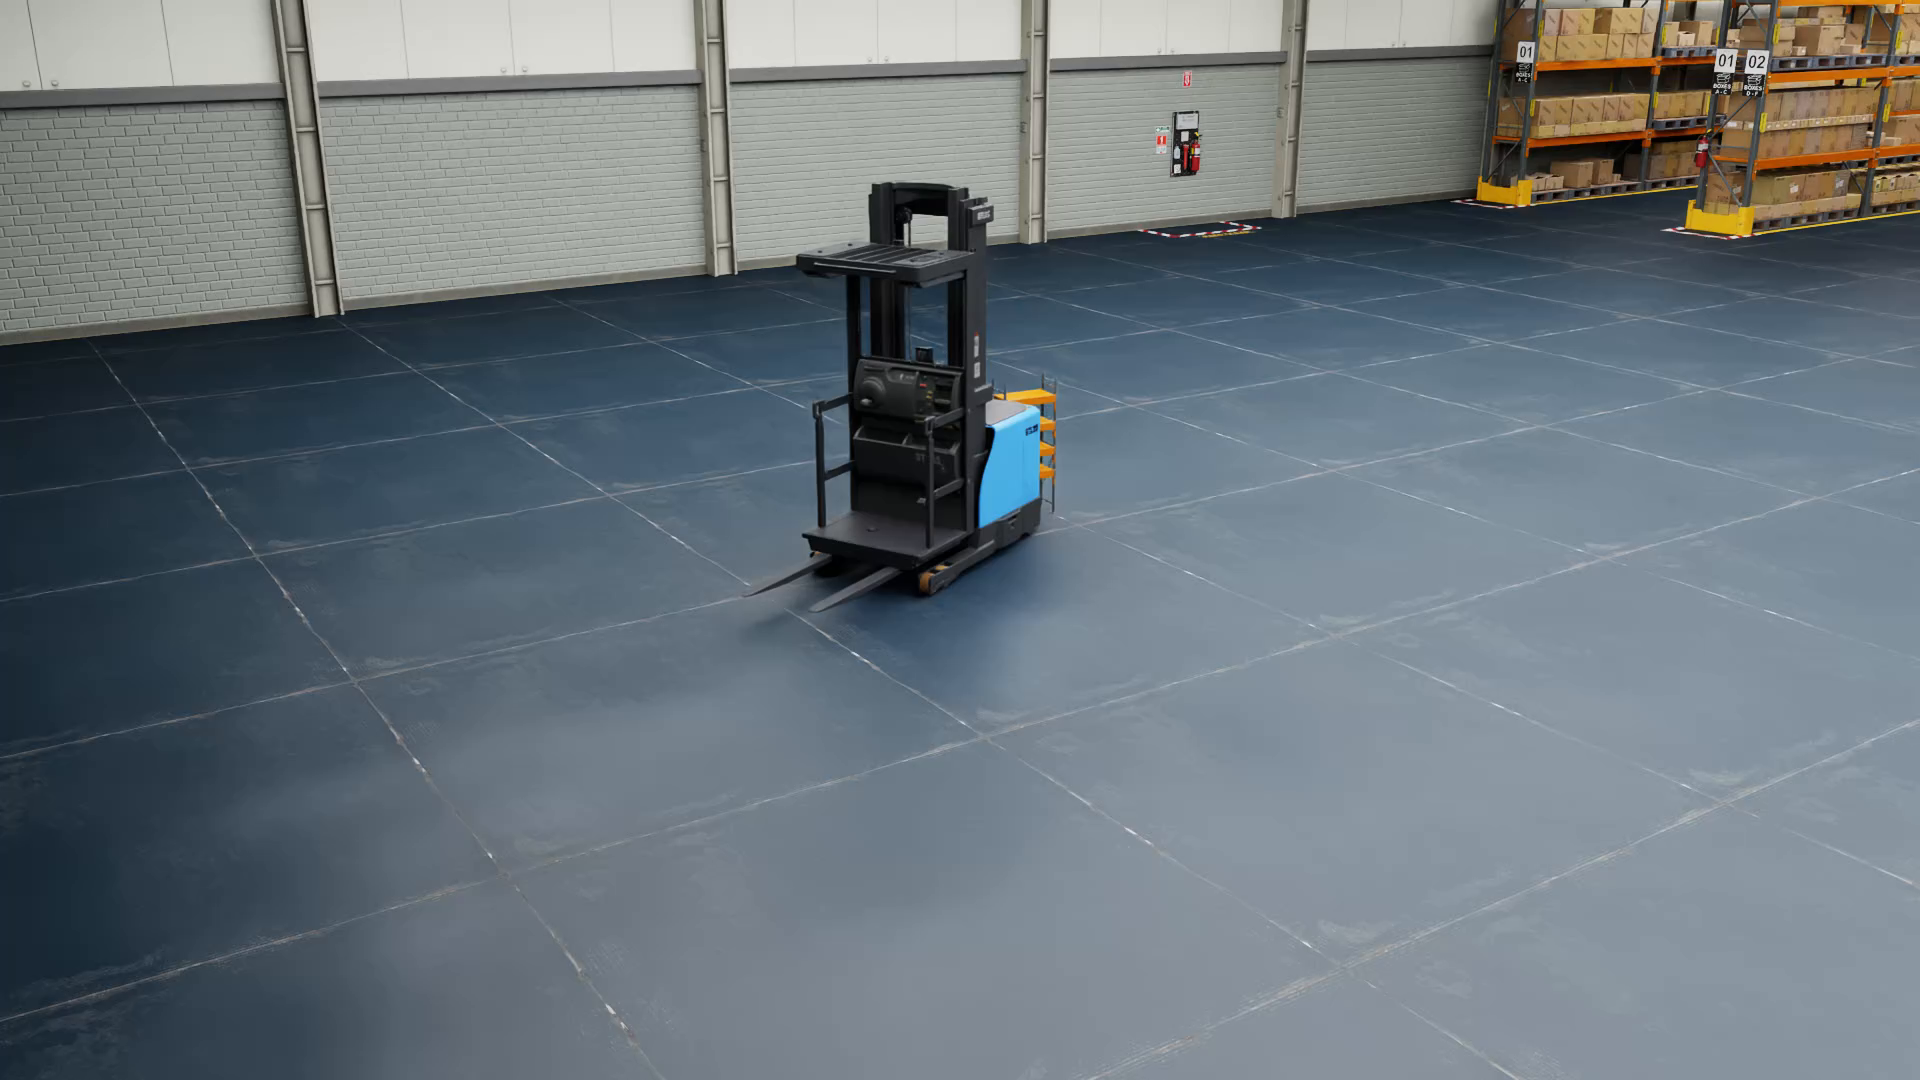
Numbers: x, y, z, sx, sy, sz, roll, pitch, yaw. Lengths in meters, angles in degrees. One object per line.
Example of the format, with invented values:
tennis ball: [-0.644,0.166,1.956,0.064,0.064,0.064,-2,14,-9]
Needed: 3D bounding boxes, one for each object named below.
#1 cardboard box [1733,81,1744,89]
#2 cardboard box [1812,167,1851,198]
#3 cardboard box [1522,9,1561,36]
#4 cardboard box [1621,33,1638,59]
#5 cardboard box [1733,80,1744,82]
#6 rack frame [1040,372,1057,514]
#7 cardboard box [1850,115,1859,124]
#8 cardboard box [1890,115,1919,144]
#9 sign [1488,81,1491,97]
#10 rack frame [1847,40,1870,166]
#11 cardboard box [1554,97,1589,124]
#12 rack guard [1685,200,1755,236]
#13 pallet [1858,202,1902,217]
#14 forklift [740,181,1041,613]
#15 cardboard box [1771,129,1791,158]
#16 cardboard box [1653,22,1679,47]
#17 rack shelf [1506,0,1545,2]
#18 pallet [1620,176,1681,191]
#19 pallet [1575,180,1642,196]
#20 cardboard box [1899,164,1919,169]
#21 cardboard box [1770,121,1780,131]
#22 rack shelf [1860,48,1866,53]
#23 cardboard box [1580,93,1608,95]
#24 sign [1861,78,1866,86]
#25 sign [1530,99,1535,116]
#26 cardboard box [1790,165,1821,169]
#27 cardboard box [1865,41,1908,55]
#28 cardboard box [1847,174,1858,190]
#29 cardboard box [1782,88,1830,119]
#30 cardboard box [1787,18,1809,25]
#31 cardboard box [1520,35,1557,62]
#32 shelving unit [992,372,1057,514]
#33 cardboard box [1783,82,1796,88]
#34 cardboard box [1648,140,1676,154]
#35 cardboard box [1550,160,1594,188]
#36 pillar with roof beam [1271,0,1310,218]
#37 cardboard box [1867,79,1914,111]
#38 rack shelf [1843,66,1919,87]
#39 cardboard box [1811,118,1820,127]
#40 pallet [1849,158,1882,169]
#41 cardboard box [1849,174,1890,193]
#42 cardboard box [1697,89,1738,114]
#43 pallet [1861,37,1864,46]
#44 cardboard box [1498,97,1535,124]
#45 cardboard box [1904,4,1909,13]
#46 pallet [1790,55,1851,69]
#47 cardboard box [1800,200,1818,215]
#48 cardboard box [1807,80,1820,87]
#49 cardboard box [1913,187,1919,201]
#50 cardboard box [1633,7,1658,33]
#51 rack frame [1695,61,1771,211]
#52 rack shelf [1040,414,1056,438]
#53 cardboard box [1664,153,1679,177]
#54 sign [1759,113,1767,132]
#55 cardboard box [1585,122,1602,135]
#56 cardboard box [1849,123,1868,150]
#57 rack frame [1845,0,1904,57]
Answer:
cardboard box: [17.601,-10.318,37.724,0.250,0.149,0.380,-16,24,-38]
cardboard box: [16.568,-6.821,31.704,0.500,0.500,0.500,-12,22,-31]
cardboard box: [11.646,-10.369,33.299,0.500,0.500,0.500,-14,23,-35]
cardboard box: [13.816,-10.356,34.823,0.500,0.500,0.500,-14,23,-36]
cardboard box: [18.108,-10.526,38.373,0.500,0.250,0.500,-11,22,-30]
rack frame: [0.761,-0.833,14.334,0.015,1.200,0.240,-9,21,-26]
cardboard box: [16.725,-7.954,31.420,0.250,0.149,0.380,-13,22,-33]
cardboard box: [18.768,-8.154,33.024,0.500,0.500,0.500,-12,22,-31]
sign: [10.902,-9.265,34.164,0.005,0.325,0.100,-12,22,-31]
rack frame: [21.213,-10.528,40.202,0.127,3.000,1.000,-12,22,-31]
cardboard box: [12.608,-8.885,34.376,0.500,0.500,0.500,-13,22,-33]
rack guard: [13.898,-5.902,30.421,0.348,0.500,1.175,-12,22,-31]
pallet: [17.853,-6.614,32.978,1.213,0.211,1.003,-12,22,-31]
forklift: [-0.514,-1.146,12.559,1.130,2.935,3.031,11,21,29]
cardboard box: [14.751,-7.310,30.527,0.500,0.500,0.700,-11,22,-30]
cardboard box: [15.032,-10.861,35.692,0.500,0.500,0.500,-9,20,-24]
rack shelf: [12.861,-11.266,34.147,4.000,0.370,1.077,-12,22,-31]
pallet: [15.181,-7.935,36.888,1.213,0.211,1.003,-12,22,-31]
pallet: [13.990,-7.670,36.103,1.213,0.211,1.003,-12,22,-31]
cardboard box: [19.567,-7.553,34.163,0.500,0.311,0.500,-13,22,-33]
cardboard box: [14.584,-7.503,30.087,0.250,0.149,0.380,-13,22,-33]
rack shelf: [19.543,-11.256,38.795,4.000,0.370,1.077,-12,22,-31]
cardboard box: [13.590,-9.296,35.589,0.500,0.500,0.500,-12,22,-32]
sign: [21.520,-10.896,39.605,0.005,0.325,0.100,-12,22,-31]
sign: [11.489,-8.679,33.382,0.005,0.325,0.100,-12,22,-31]
cardboard box: [16.286,-6.958,32.109,0.500,0.500,0.500,-12,22,-31]
cardboard box: [17.779,-9.449,31.907,0.500,0.250,0.500,-9,21,-26]
cardboard box: [17.440,-7.105,32.838,0.500,0.311,0.500,-12,22,-31]
cardboard box: [15.635,-8.111,30.872,0.500,0.500,0.700,-12,22,-31]
cardboard box: [19.129,-11.802,38.445,0.500,0.500,0.700,-11,21,-29]
cardboard box: [11.608,-9.884,33.427,0.500,0.500,0.500,-11,22,-30]
shelving unit: [0.544,-0.797,14.228,0.503,1.200,0.258,-9,21,-26]
cardboard box: [18.842,-10.482,38.245,0.500,0.250,0.500,-12,22,-32]
cardboard box: [15.503,-8.711,36.873,0.500,0.250,0.500,-12,22,-33]
cardboard box: [12.935,-7.753,35.209,0.500,0.500,0.700,-14,23,-35]
pillar with roof beam: [8.656,-9.403,27.506,0.400,9.000,9.100,-12,22,-31]
cardboard box: [22.890,-11.019,41.187,0.700,0.700,0.980,-13,23,-34]
rack shelf: [18.929,-9.227,32.794,4.000,0.370,1.077,-12,22,-31]
cardboard box: [15.649,-7.727,30.747,0.250,0.149,0.380,-12,22,-31]
pallet: [21.891,-9.320,40.983,1.213,0.211,1.003,-12,22,-31]
cardboard box: [17.741,-6.963,32.418,0.500,0.311,0.500,-12,22,-31]
cardboard box: [17.033,-9.888,37.466,0.500,0.500,0.700,-14,23,-36]
pallet: [21.902,-12.048,40.154,1.213,0.211,1.003,-12,22,-31]
cardboard box: [11.468,-8.848,34.265,0.500,0.500,0.500,-12,22,-32]
cardboard box: [22.388,-12.622,39.965,0.500,0.500,0.500,-12,22,-33]
pallet: [15.543,-8.803,30.554,1.213,0.211,1.003,-12,22,-31]
cardboard box: [15.742,-6.285,31.290,0.500,0.250,0.500,-12,22,-31]
cardboard box: [19.680,-10.663,38.779,0.500,0.250,0.500,-12,22,-33]
cardboard box: [19.016,-6.967,33.306,0.500,0.250,0.500,-11,22,-30]
cardboard box: [14.262,-10.910,34.899,0.500,0.500,0.500,-14,23,-36]
rack frame: [13.918,-7.090,30.033,0.127,3.000,1.000,-12,22,-31]
rack shelf: [0.544,-0.945,14.178,0.480,0.148,0.258,-9,21,-26]
cardboard box: [15.541,-8.382,37.070,0.500,0.500,0.700,-12,22,-32]
sign: [14.219,-7.388,29.439,0.005,0.325,0.100,-12,22,-31]
cardboard box: [13.051,-8.626,34.778,0.500,0.250,0.500,-12,22,-31]
cardboard box: [16.892,-7.762,31.865,0.500,0.500,0.700,-13,22,-33]
rack frame: [17.259,-10.637,31.156,0.127,3.000,1.000,-12,22,-31]
